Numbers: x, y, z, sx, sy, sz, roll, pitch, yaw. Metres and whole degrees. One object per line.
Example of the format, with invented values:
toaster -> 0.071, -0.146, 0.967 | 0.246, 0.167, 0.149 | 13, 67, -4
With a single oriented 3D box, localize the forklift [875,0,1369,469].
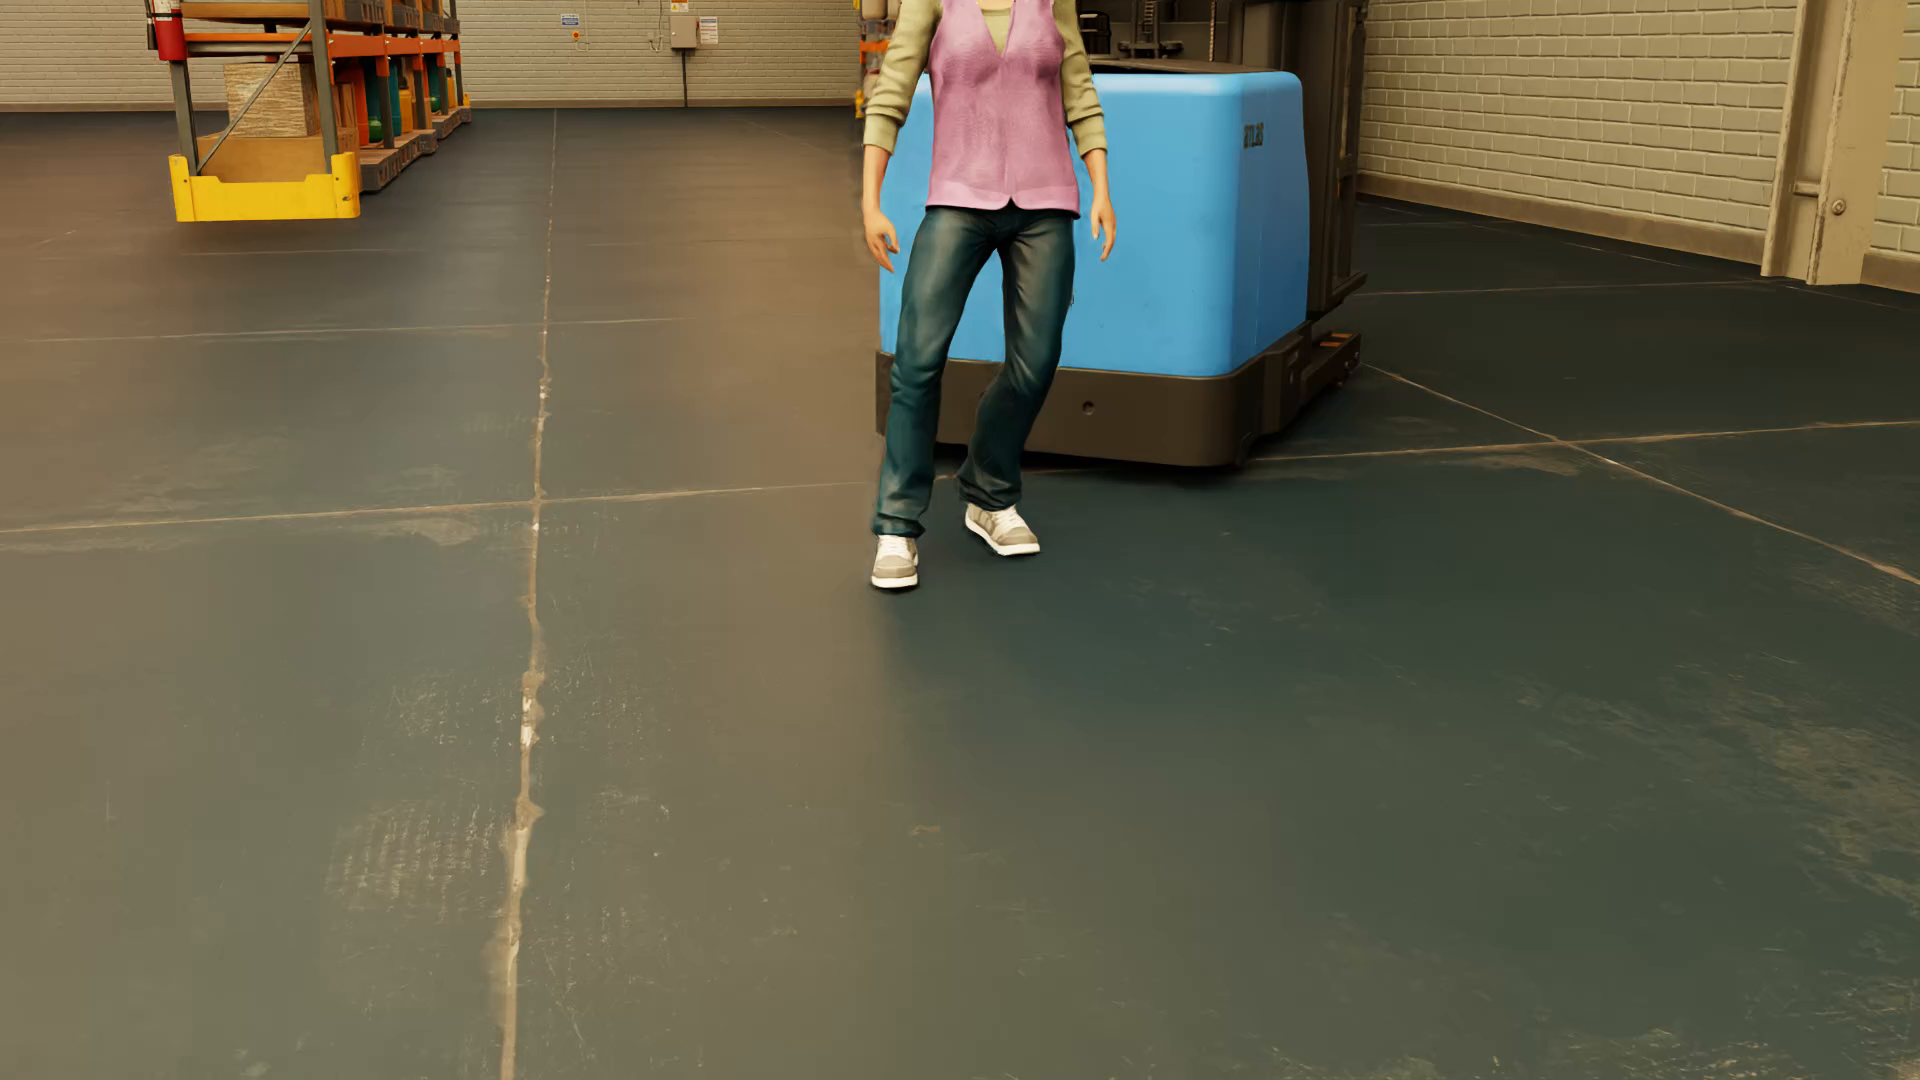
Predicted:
forklift -> 0.799, -1.975, 5.518 | 1.130, 2.935, 3.031 | 7, 18, 22

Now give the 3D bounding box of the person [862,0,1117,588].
person -> 0.066, -0.699, 3.649 | 0.568, 1.575, 0.500 | -2, 17, -7
